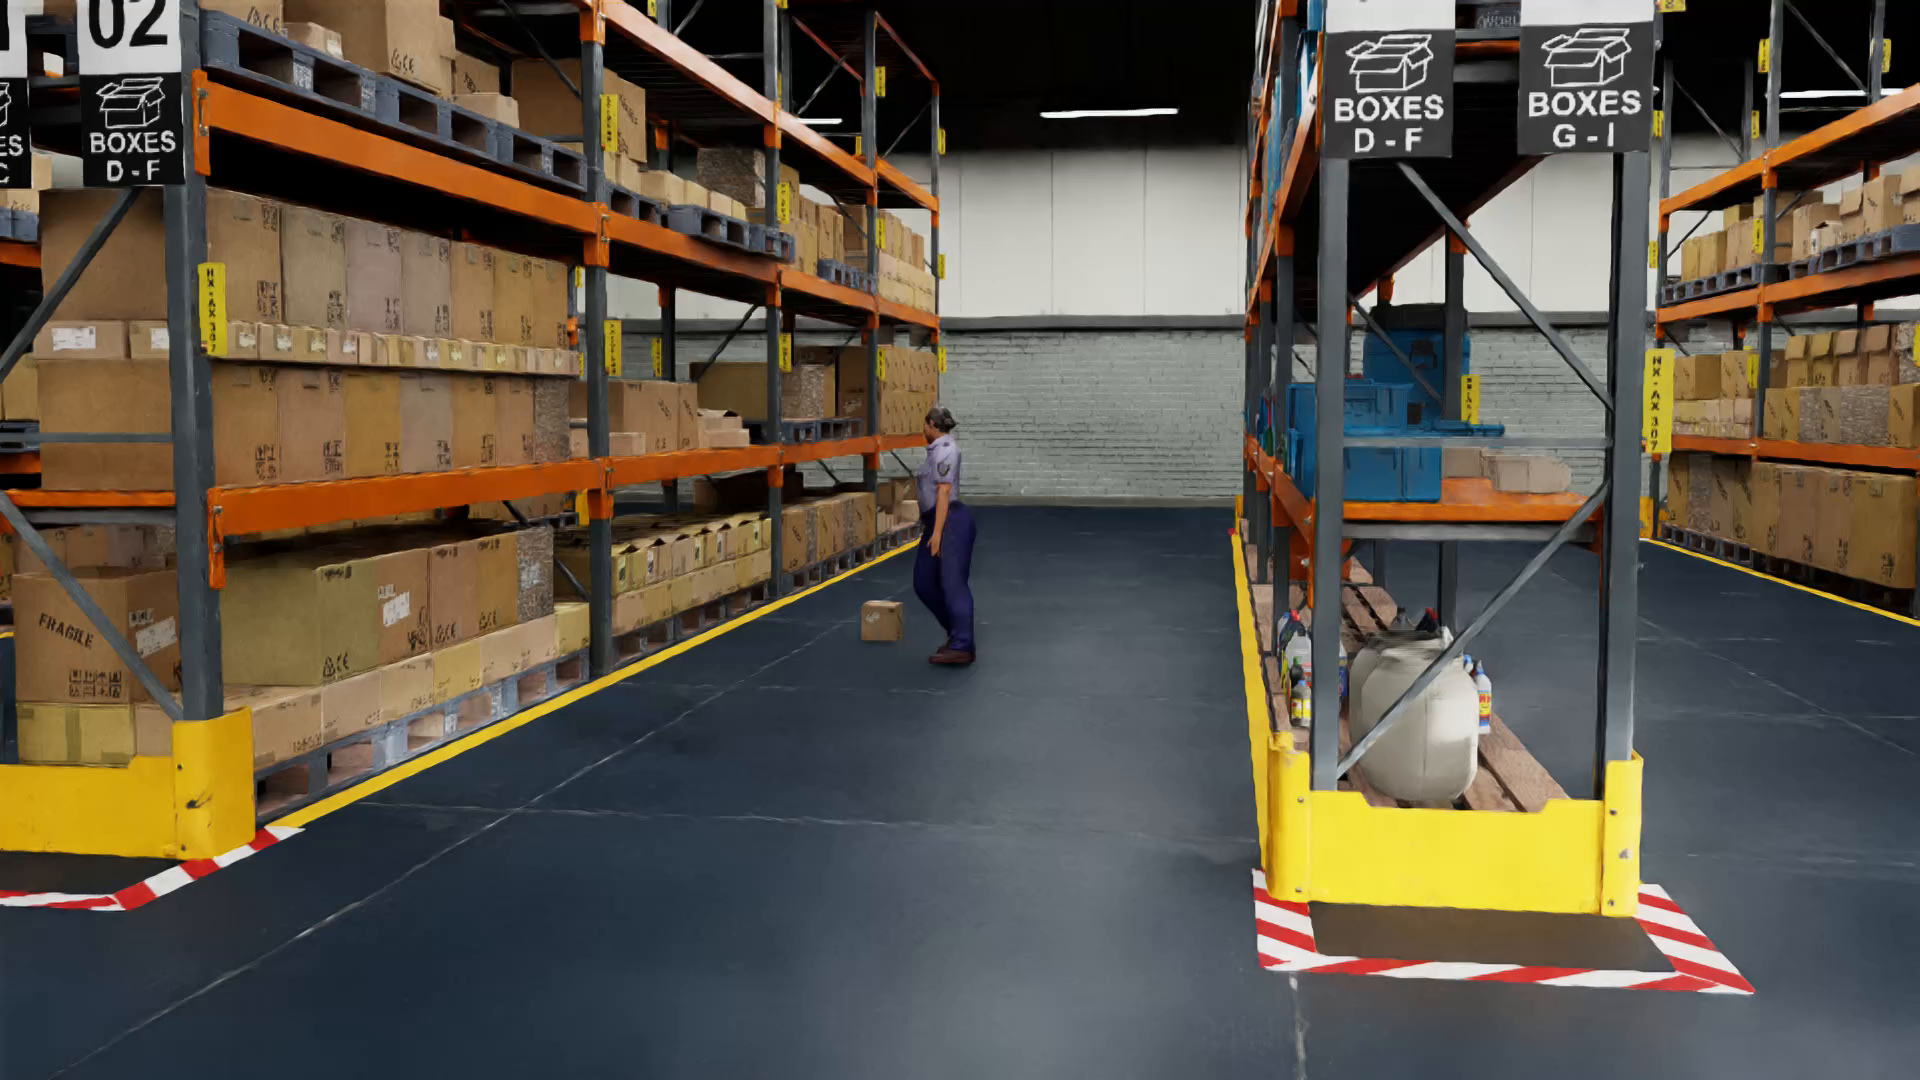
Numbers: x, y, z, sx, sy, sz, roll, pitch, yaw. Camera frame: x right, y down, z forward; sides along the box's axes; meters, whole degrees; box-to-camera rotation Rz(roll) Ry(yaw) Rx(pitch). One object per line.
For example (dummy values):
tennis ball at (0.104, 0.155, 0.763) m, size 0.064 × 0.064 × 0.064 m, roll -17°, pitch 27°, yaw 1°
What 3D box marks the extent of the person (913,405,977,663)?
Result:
person at (-0.080, -0.049, 10.615) m, size 0.406 × 1.618 × 0.569 m, roll -1°, pitch 5°, yaw -8°
